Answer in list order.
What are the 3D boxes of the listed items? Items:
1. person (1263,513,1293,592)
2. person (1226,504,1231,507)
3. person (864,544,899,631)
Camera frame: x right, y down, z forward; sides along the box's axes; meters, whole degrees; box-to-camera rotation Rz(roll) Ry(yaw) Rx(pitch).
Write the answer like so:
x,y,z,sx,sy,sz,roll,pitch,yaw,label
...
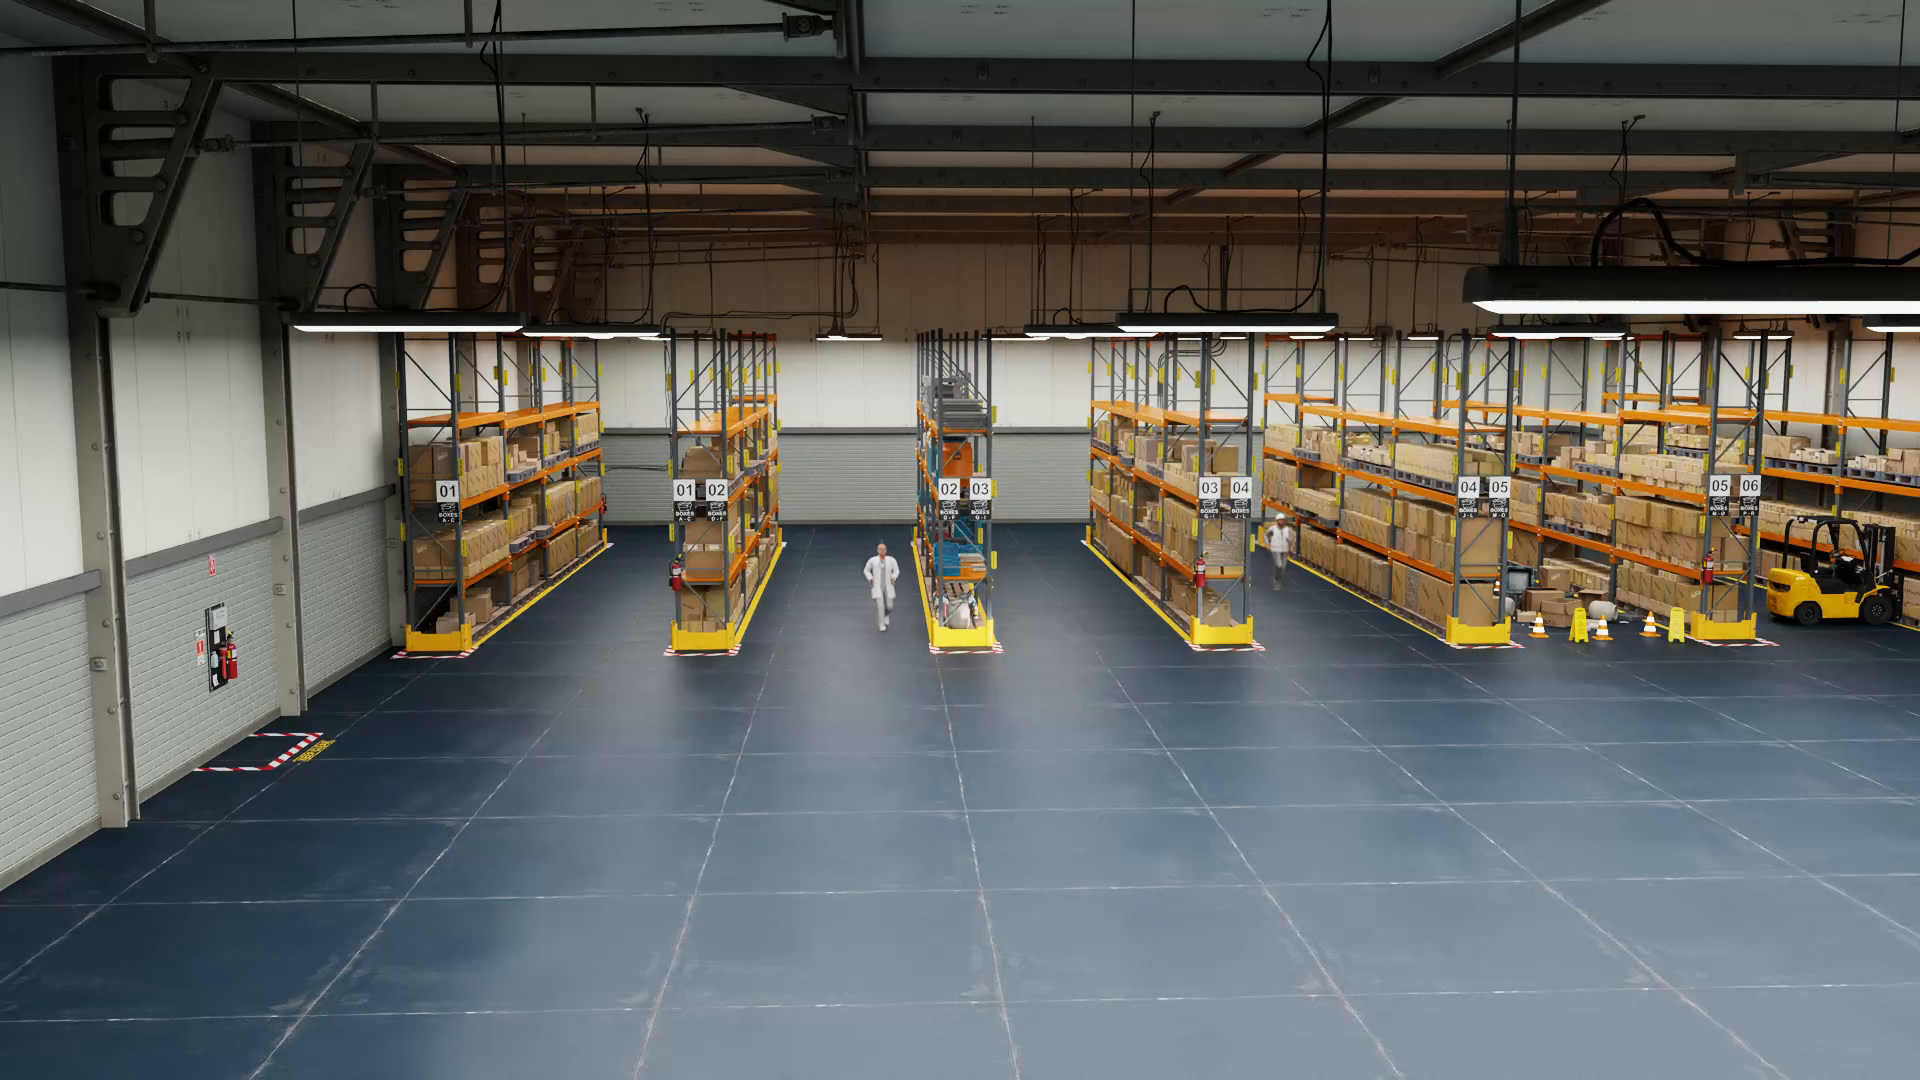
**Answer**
x,y,z,sx,sy,sz,roll,pitch,yaw,label
7.431,0.293,38.692,0.621,1.831,0.752,-2,7,-14,person
7.440,-0.506,46.125,0.585,1.660,0.662,0,7,4,person
-1.569,0.939,33.328,0.711,1.727,0.716,-1,7,-10,person
